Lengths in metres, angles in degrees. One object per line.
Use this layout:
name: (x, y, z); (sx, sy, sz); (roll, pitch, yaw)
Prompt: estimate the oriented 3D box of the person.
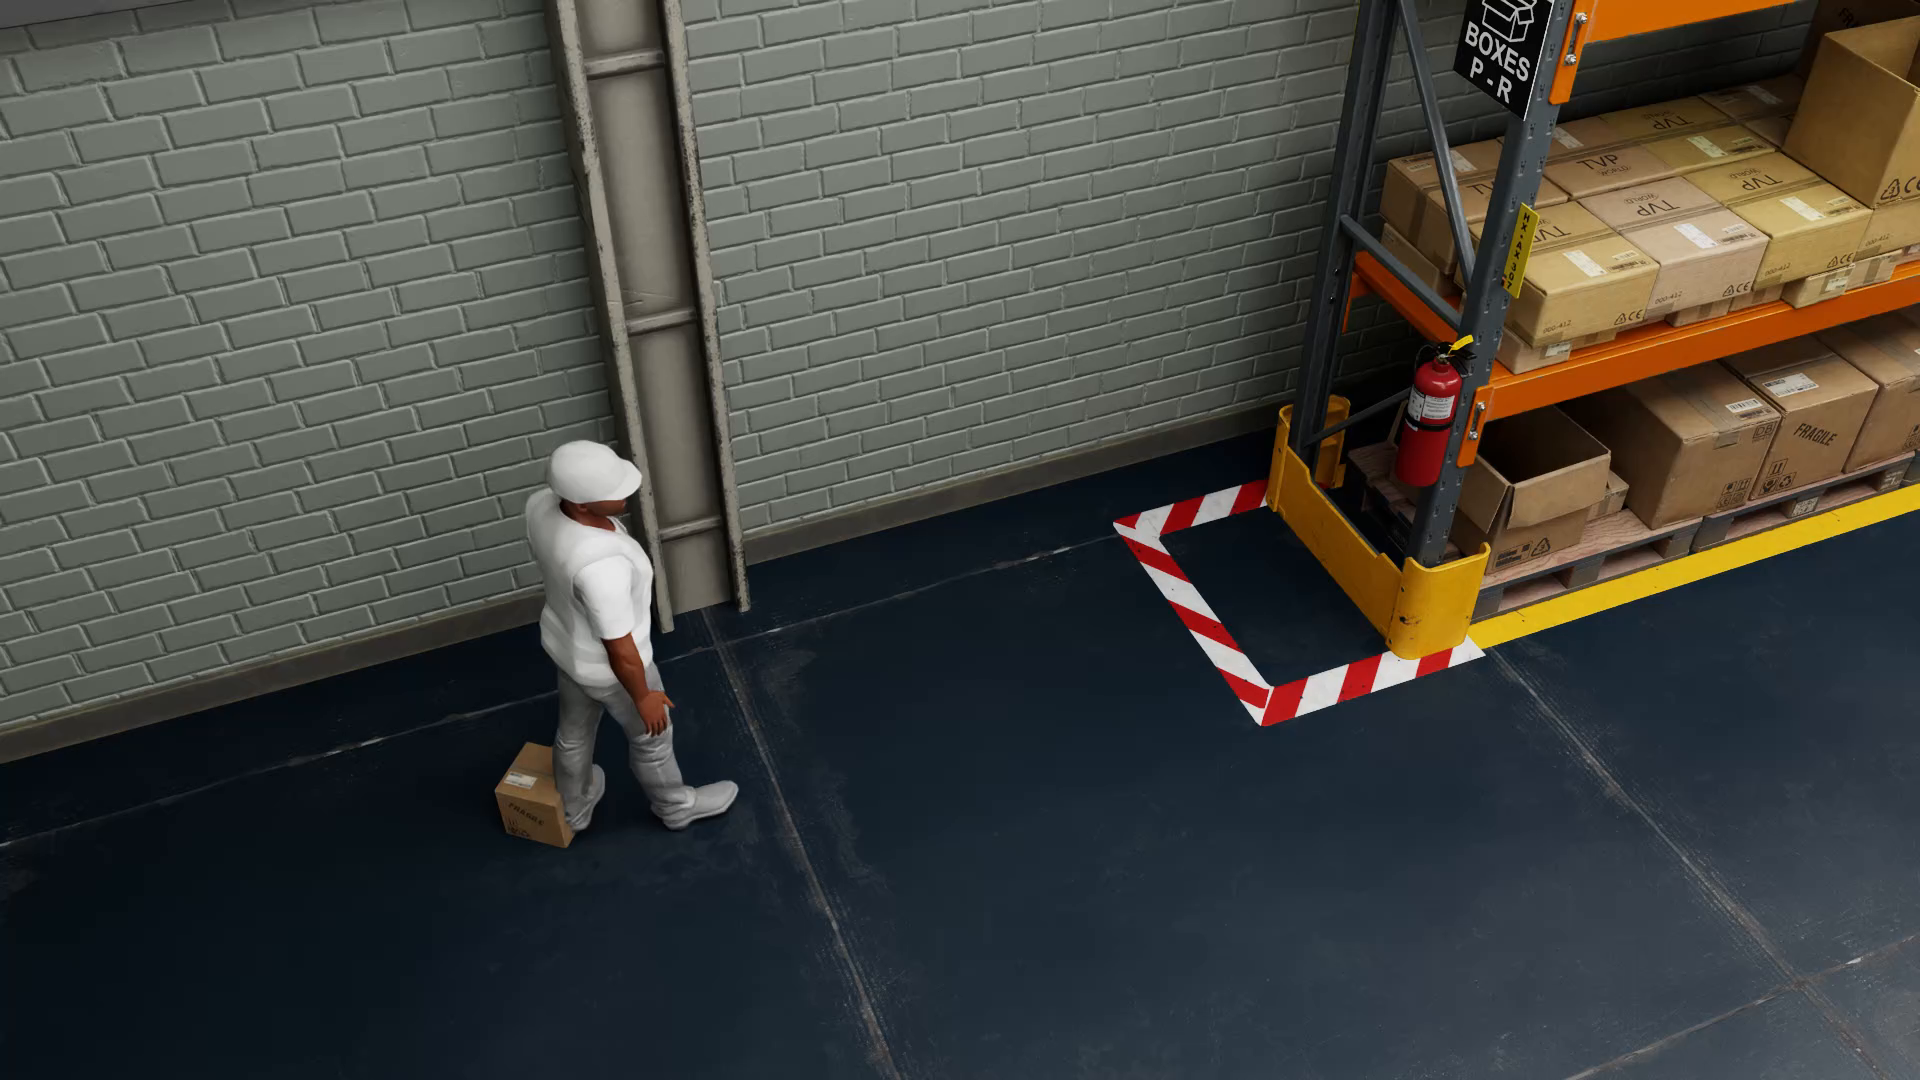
person: (-1.174, 0.365, 5.705); (0.609, 1.766, 0.636); (-29, 49, -29)
